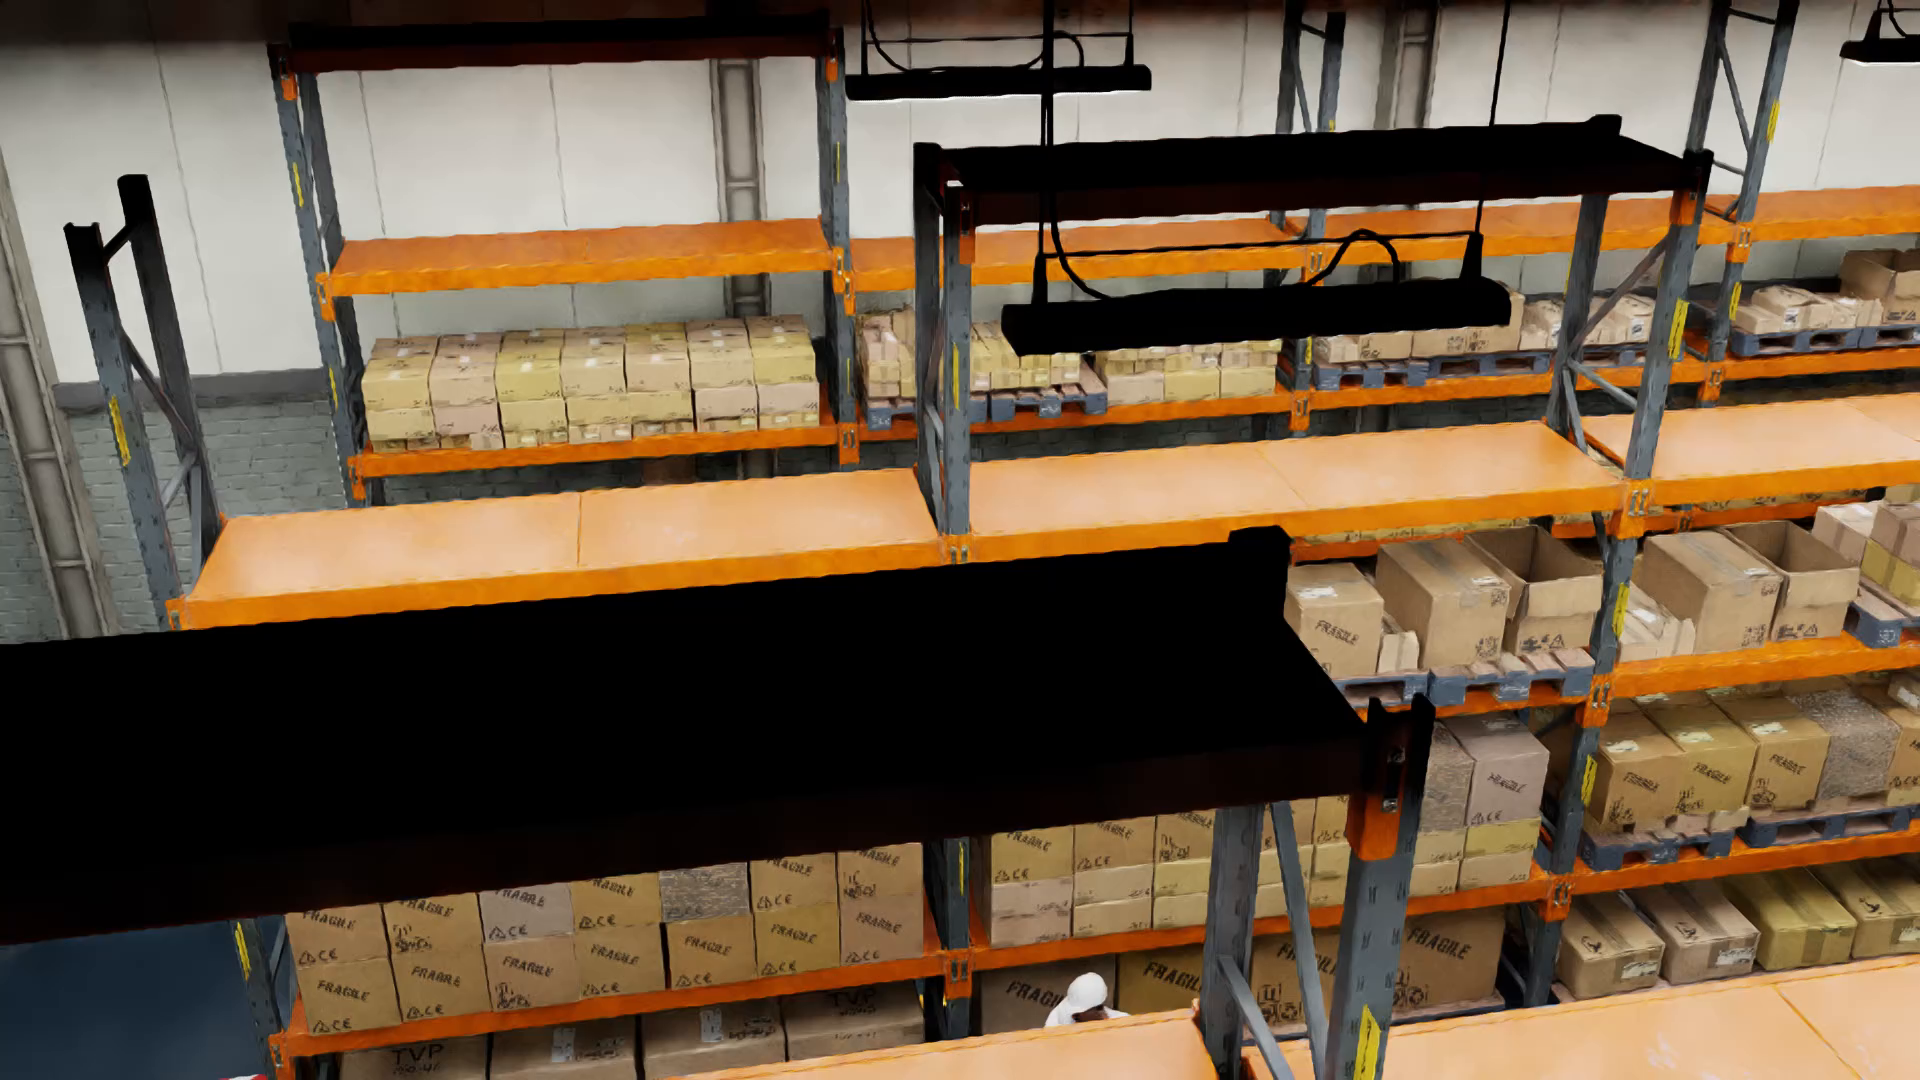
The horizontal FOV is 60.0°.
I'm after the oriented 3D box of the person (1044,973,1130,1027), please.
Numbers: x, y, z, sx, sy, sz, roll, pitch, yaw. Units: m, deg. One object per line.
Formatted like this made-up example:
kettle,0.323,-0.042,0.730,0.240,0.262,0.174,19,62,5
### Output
person,0.695,3.230,9.564,0.681,1.763,0.594,4,26,8
